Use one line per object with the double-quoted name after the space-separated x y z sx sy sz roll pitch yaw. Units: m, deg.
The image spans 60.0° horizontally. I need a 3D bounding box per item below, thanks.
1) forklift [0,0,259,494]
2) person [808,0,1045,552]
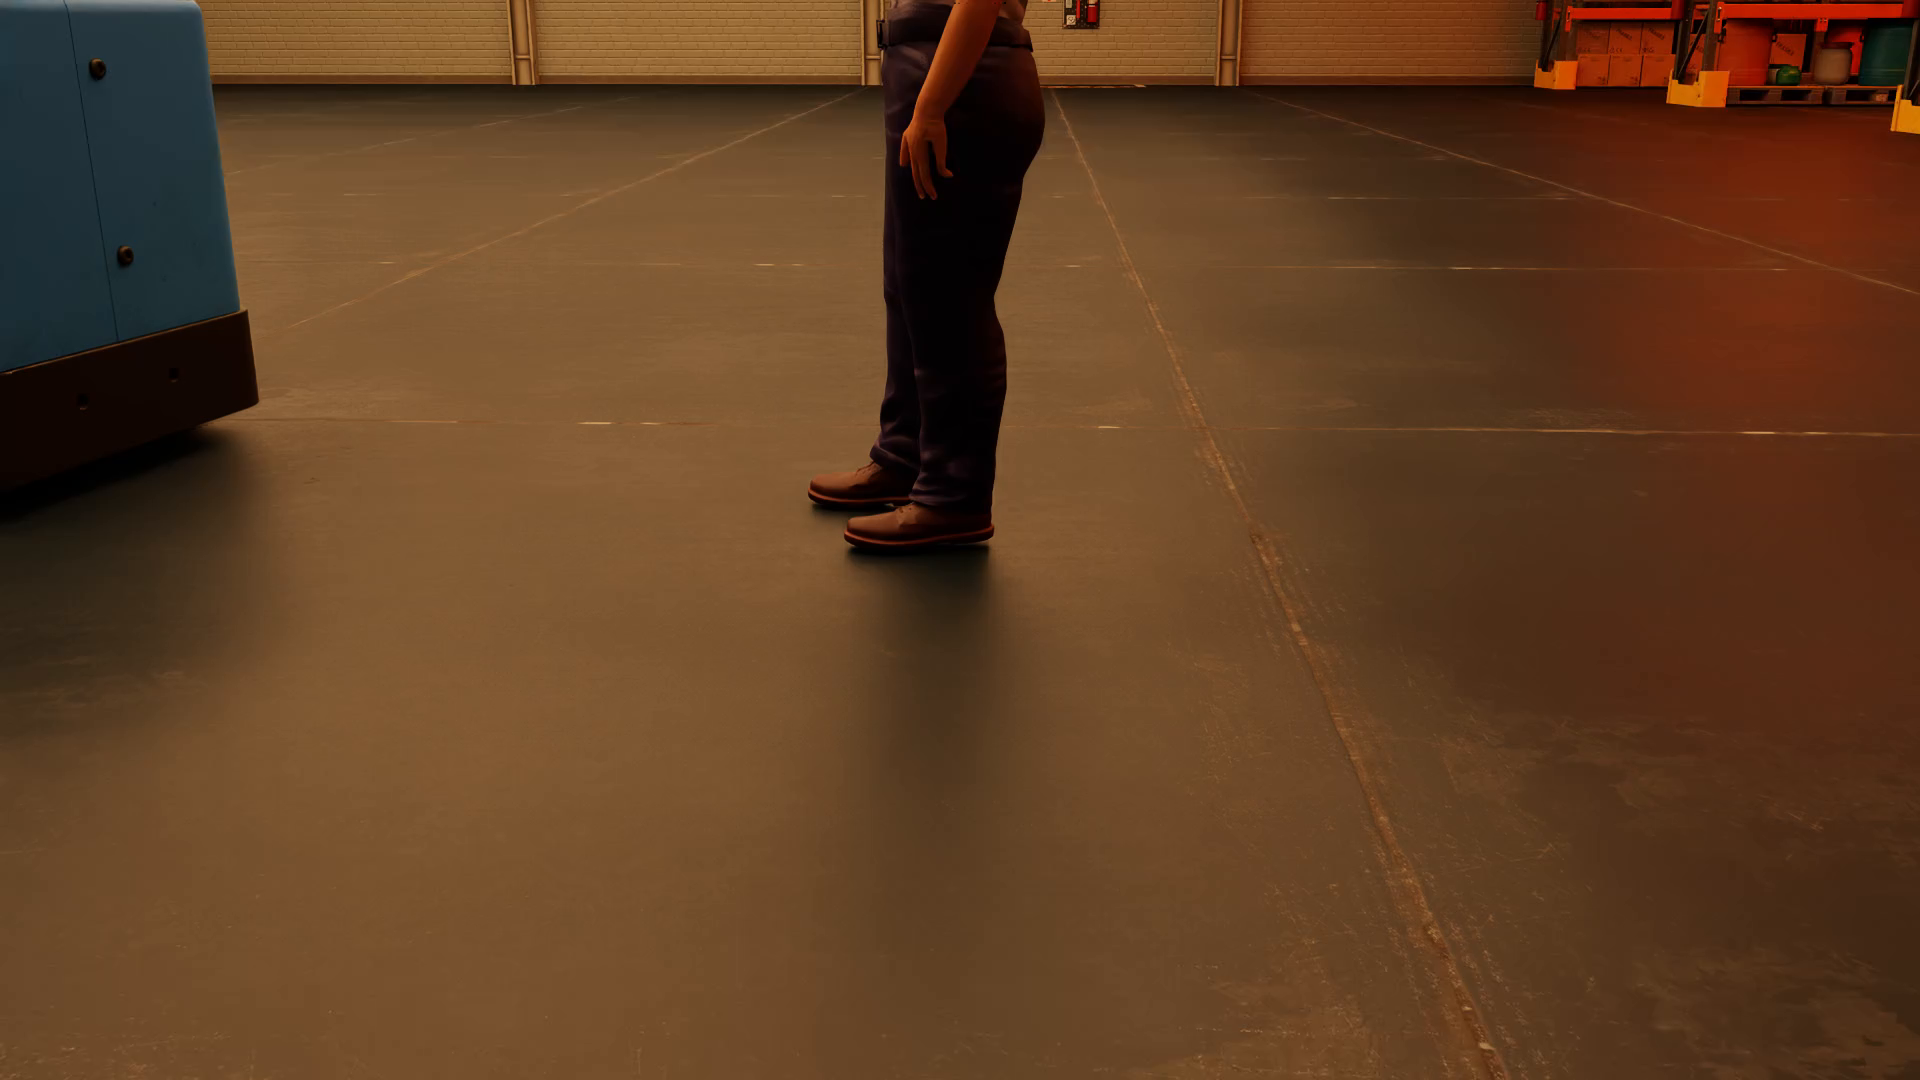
-3.365 -1.647 3.732 3.031 2.935 1.130 4 18 12 "forklift"
-0.088 -0.798 3.151 0.503 1.642 0.599 1 17 2 "person"
